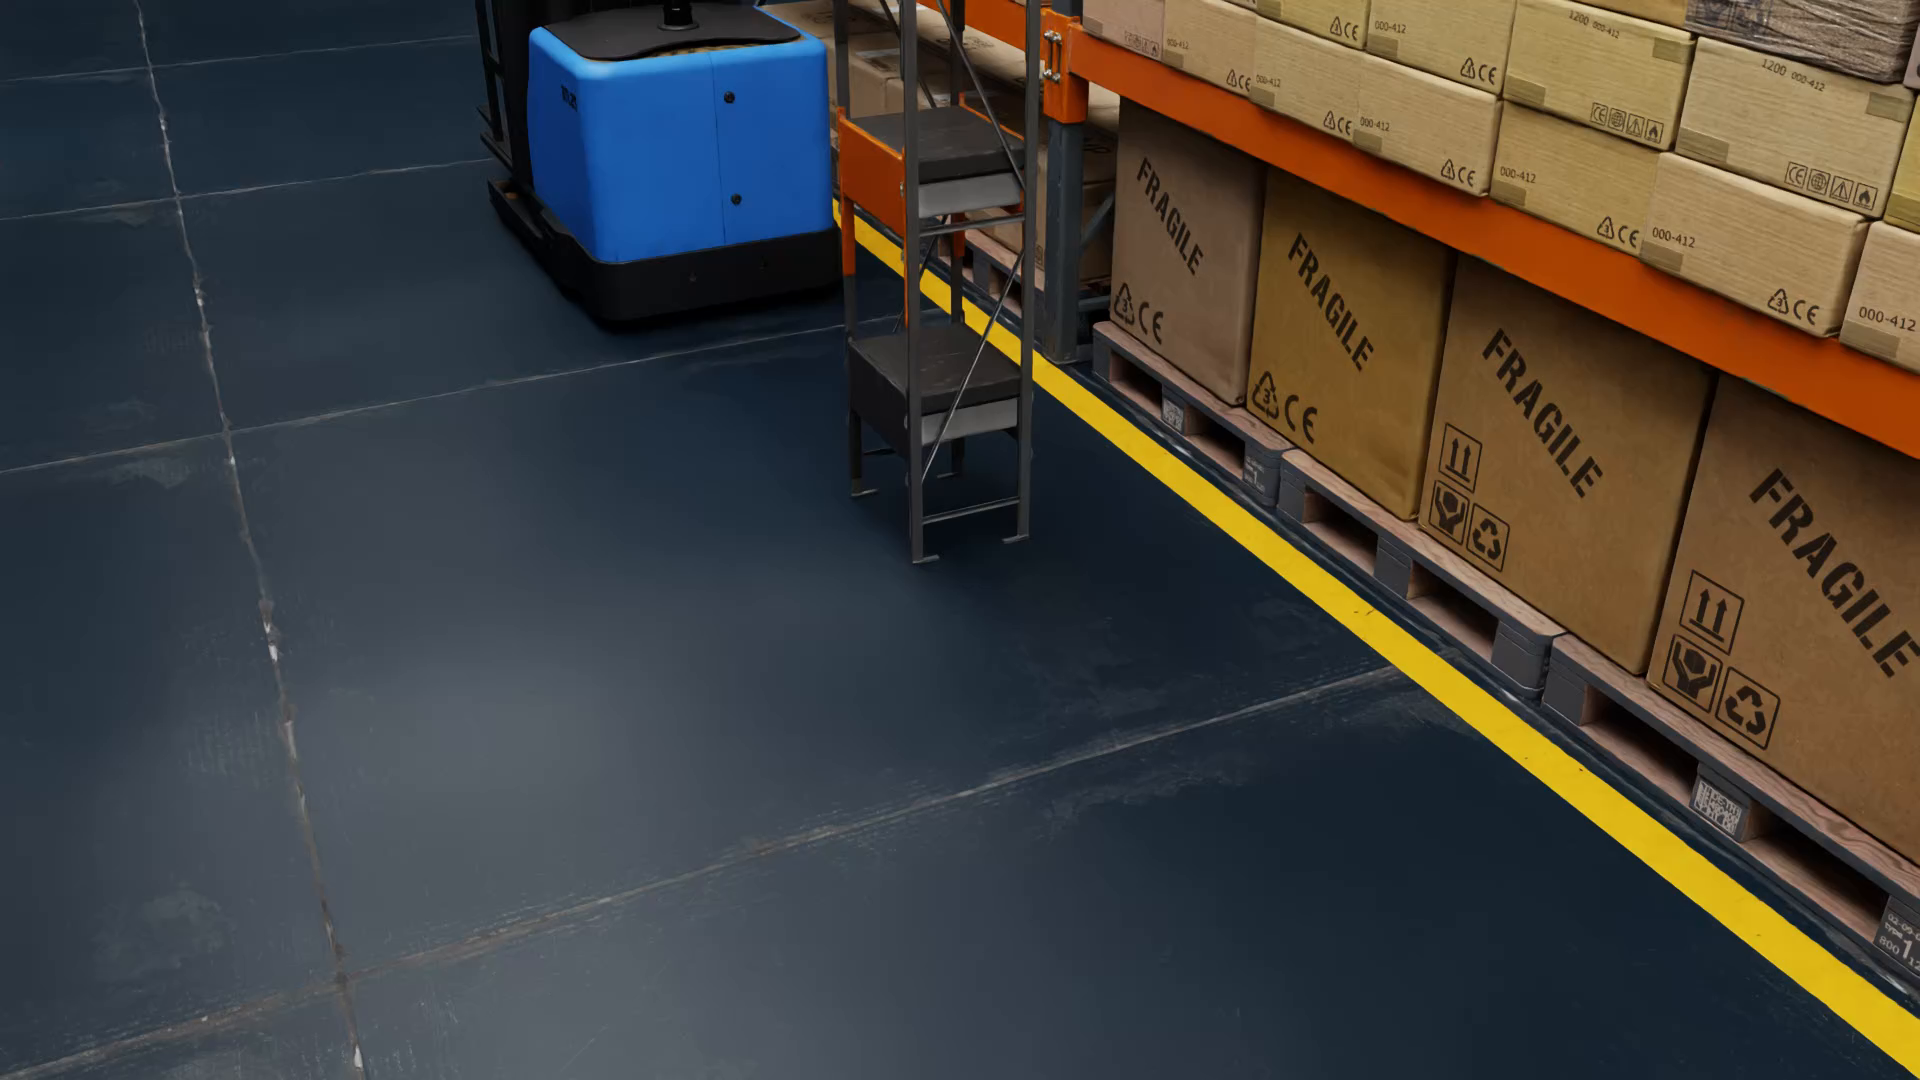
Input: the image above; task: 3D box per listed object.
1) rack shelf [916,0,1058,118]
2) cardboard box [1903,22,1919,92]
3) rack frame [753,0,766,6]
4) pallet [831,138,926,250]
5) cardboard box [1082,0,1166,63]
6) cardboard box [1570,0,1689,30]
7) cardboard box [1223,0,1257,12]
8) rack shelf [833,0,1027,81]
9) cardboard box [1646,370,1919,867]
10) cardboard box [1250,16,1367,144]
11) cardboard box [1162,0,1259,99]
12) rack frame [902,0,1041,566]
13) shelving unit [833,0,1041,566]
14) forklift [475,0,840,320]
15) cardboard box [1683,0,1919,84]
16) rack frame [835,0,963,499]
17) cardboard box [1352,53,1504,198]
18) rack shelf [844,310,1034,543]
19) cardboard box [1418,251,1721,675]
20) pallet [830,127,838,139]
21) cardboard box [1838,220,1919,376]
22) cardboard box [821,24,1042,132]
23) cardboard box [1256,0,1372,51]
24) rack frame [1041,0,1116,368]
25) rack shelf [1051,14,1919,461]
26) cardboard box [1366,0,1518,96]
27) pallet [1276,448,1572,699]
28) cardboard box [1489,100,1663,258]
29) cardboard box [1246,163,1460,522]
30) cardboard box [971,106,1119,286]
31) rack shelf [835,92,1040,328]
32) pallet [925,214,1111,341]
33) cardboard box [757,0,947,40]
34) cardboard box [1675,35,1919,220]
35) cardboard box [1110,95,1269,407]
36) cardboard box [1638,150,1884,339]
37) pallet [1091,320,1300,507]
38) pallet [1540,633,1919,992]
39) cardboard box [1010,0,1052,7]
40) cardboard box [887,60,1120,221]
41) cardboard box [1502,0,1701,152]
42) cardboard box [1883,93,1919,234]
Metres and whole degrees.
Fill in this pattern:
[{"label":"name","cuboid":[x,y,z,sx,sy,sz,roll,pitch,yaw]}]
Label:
[{"label":"rack shelf","cuboid":[-0.060,-2.677,7.693,1.077,0.370,4.000,-13,32,-22]},{"label":"cardboard box","cuboid":[2.058,-0.994,2.831,0.500,0.500,0.500,-14,32,-23]},{"label":"rack frame","cuboid":[-0.918,-3.875,9.093,1.000,3.000,0.127,-13,32,-22]},{"label":"pallet","cuboid":[0.016,-1.783,8.215,1.003,0.211,1.213,-13,32,-22]},{"label":"cardboard box","cuboid":[0.749,-1.792,5.533,0.500,0.250,0.500,-14,32,-23]},{"label":"cardboard box","cuboid":[1.623,-1.440,3.626,0.500,0.500,0.500,-13,32,-22]},{"label":"cardboard box","cuboid":[0.982,-1.782,5.004,0.500,0.250,0.500,-13,32,-21]},{"label":"rack shelf","cuboid":[-0.071,-1.588,4.531,0.431,0.518,0.480,-13,32,-22]},{"label":"cardboard box","cuboid":[2.295,0.080,3.783,0.875,0.875,0.875,-13,32,-22]},{"label":"cardboard box","cuboid":[1.179,-1.334,4.716,0.500,0.250,0.500,-13,32,-22]},{"label":"cardboard box","cuboid":[0.973,-1.564,5.126,0.500,0.250,0.500,-14,32,-23]},{"label":"rack frame","cuboid":[0.034,-0.881,4.675,0.400,2.100,0.015,-13,32,-22]},{"label":"shelving unit","cuboid":[-0.071,-0.989,4.867,0.431,2.100,0.503,-13,32,-22]},{"label":"forklift","cuboid":[-1.628,-2.854,7.344,1.130,2.935,3.031,-14,32,-23]},{"label":"cardboard box","cuboid":[1.830,-1.219,3.232,0.500,0.500,0.500,-13,32,-21]},{"label":"rack frame","cuboid":[-0.176,-1.097,5.059,0.400,2.100,0.015,-13,32,-22]},{"label":"cardboard box","cuboid":[1.385,-1.112,4.319,0.500,0.250,0.500,-14,32,-23]},{"label":"rack shelf","cuboid":[-0.071,-0.367,5.216,0.431,0.518,0.480,-13,32,-22]},{"label":"cardboard box","cuboid":[1.916,-0.315,4.487,0.875,0.875,0.875,-13,32,-21]},{"label":"pallet","cuboid":[-0.504,-2.321,9.174,1.003,0.211,1.213,-13,32,-22]},{"label":"cardboard box","cuboid":[2.065,-0.444,3.129,0.500,0.250,0.500,-14,32,-24]},{"label":"cardboard box","cuboid":[-0.144,-2.267,8.416,0.875,0.438,0.875,-12,32,-21]},{"label":"cardboard box","cuboid":[1.175,-1.554,4.596,0.500,0.250,0.500,-13,32,-21]},{"label":"rack frame","cuboid":[0.799,-2.108,5.942,1.000,3.000,0.127,-13,32,-22]},{"label":"rack shelf","cuboid":[1.658,-0.910,4.542,1.077,0.370,4.000,-13,32,-22]},{"label":"cardboard box","cuboid":[1.394,-1.331,4.199,0.500,0.250,0.500,-14,32,-23]},{"label":"pallet","cuboid":[1.726,-0.027,5.082,1.003,0.211,1.213,-13,32,-22]},{"label":"cardboard box","cuboid":[1.629,-0.892,3.928,0.500,0.250,0.500,-13,32,-22]},{"label":"cardboard box","cuboid":[1.532,-0.710,5.192,0.875,0.875,0.875,-12,31,-21]},{"label":"cardboard box","cuboid":[0.626,-1.473,7.000,0.875,0.438,0.875,-14,32,-23]},{"label":"rack shelf","cuboid":[-0.071,-0.977,4.874,0.431,0.518,0.480,-13,32,-22]},{"label":"pallet","cuboid":[0.543,-1.244,7.252,1.003,0.211,1.213,-13,32,-22]},{"label":"cardboard box","cuboid":[-0.545,-2.670,9.134,0.875,0.438,0.875,-14,32,-24]},{"label":"cardboard box","cuboid":[1.855,-0.880,3.394,0.500,0.250,0.500,-14,32,-23]},{"label":"cardboard box","cuboid":[1.137,-1.107,5.900,0.875,0.875,0.875,-12,31,-20]},{"label":"cardboard box","cuboid":[1.831,-0.667,3.525,0.500,0.250,0.500,-13,32,-21]},{"label":"pallet","cuboid":[1.198,-0.566,6.044,1.003,0.211,1.213,-13,32,-22]},{"label":"pallet","cuboid":[2.246,0.512,4.122,1.003,0.211,1.213,-13,32,-22]},{"label":"cardboard box","cuboid":[0.369,-2.302,6.187,0.500,0.500,0.500,-13,32,-22]},{"label":"cardboard box","cuboid":[0.242,-1.868,7.705,0.875,0.438,0.875,-14,32,-23]},{"label":"cardboard box","cuboid":[1.617,-1.101,3.790,0.500,0.250,0.500,-14,32,-23]},{"label":"cardboard box","cuboid":[2.079,-0.654,2.992,0.500,0.250,0.500,-13,32,-22]}]
